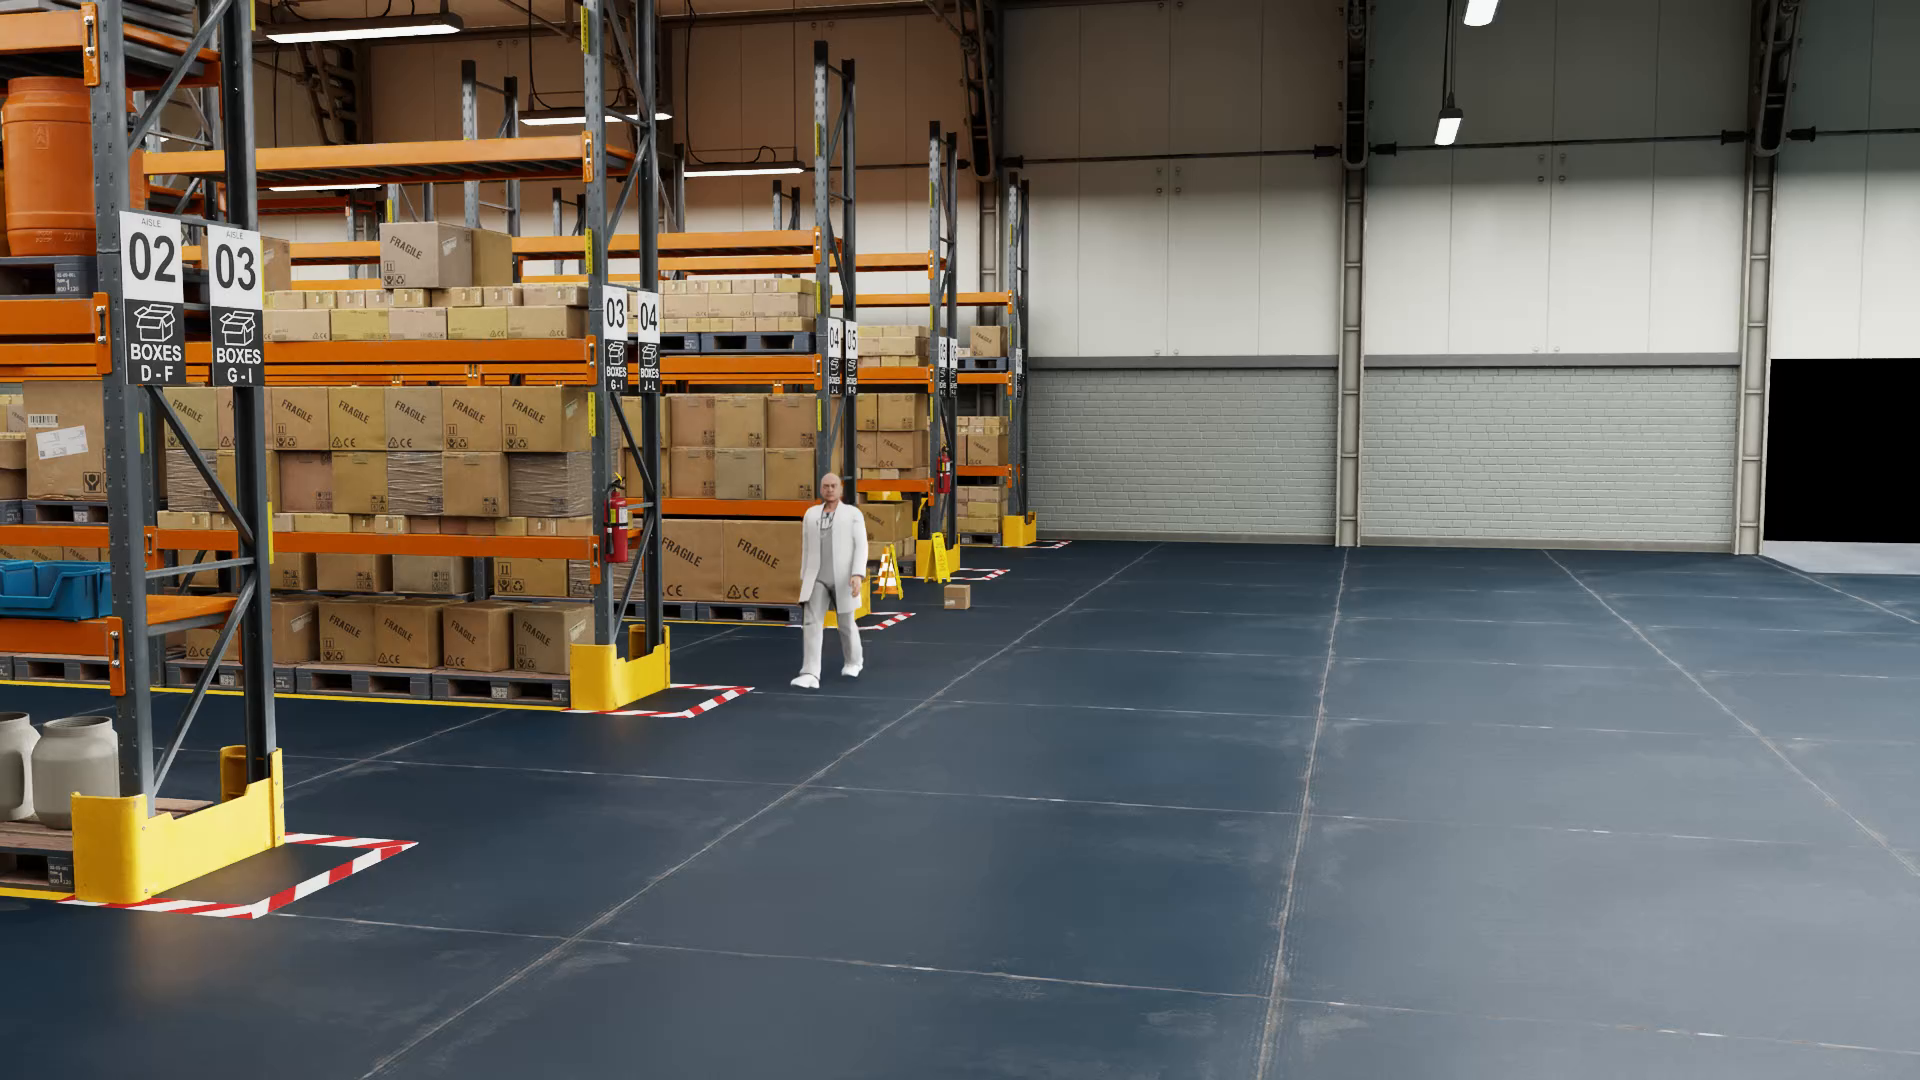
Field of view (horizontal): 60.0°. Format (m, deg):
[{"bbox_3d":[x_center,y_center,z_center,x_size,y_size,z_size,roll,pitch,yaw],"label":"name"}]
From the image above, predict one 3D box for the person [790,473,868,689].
[{"bbox_3d":[-1.058,0.324,13.570,0.620,1.729,1.083,1,5,10],"label":"person"}]
